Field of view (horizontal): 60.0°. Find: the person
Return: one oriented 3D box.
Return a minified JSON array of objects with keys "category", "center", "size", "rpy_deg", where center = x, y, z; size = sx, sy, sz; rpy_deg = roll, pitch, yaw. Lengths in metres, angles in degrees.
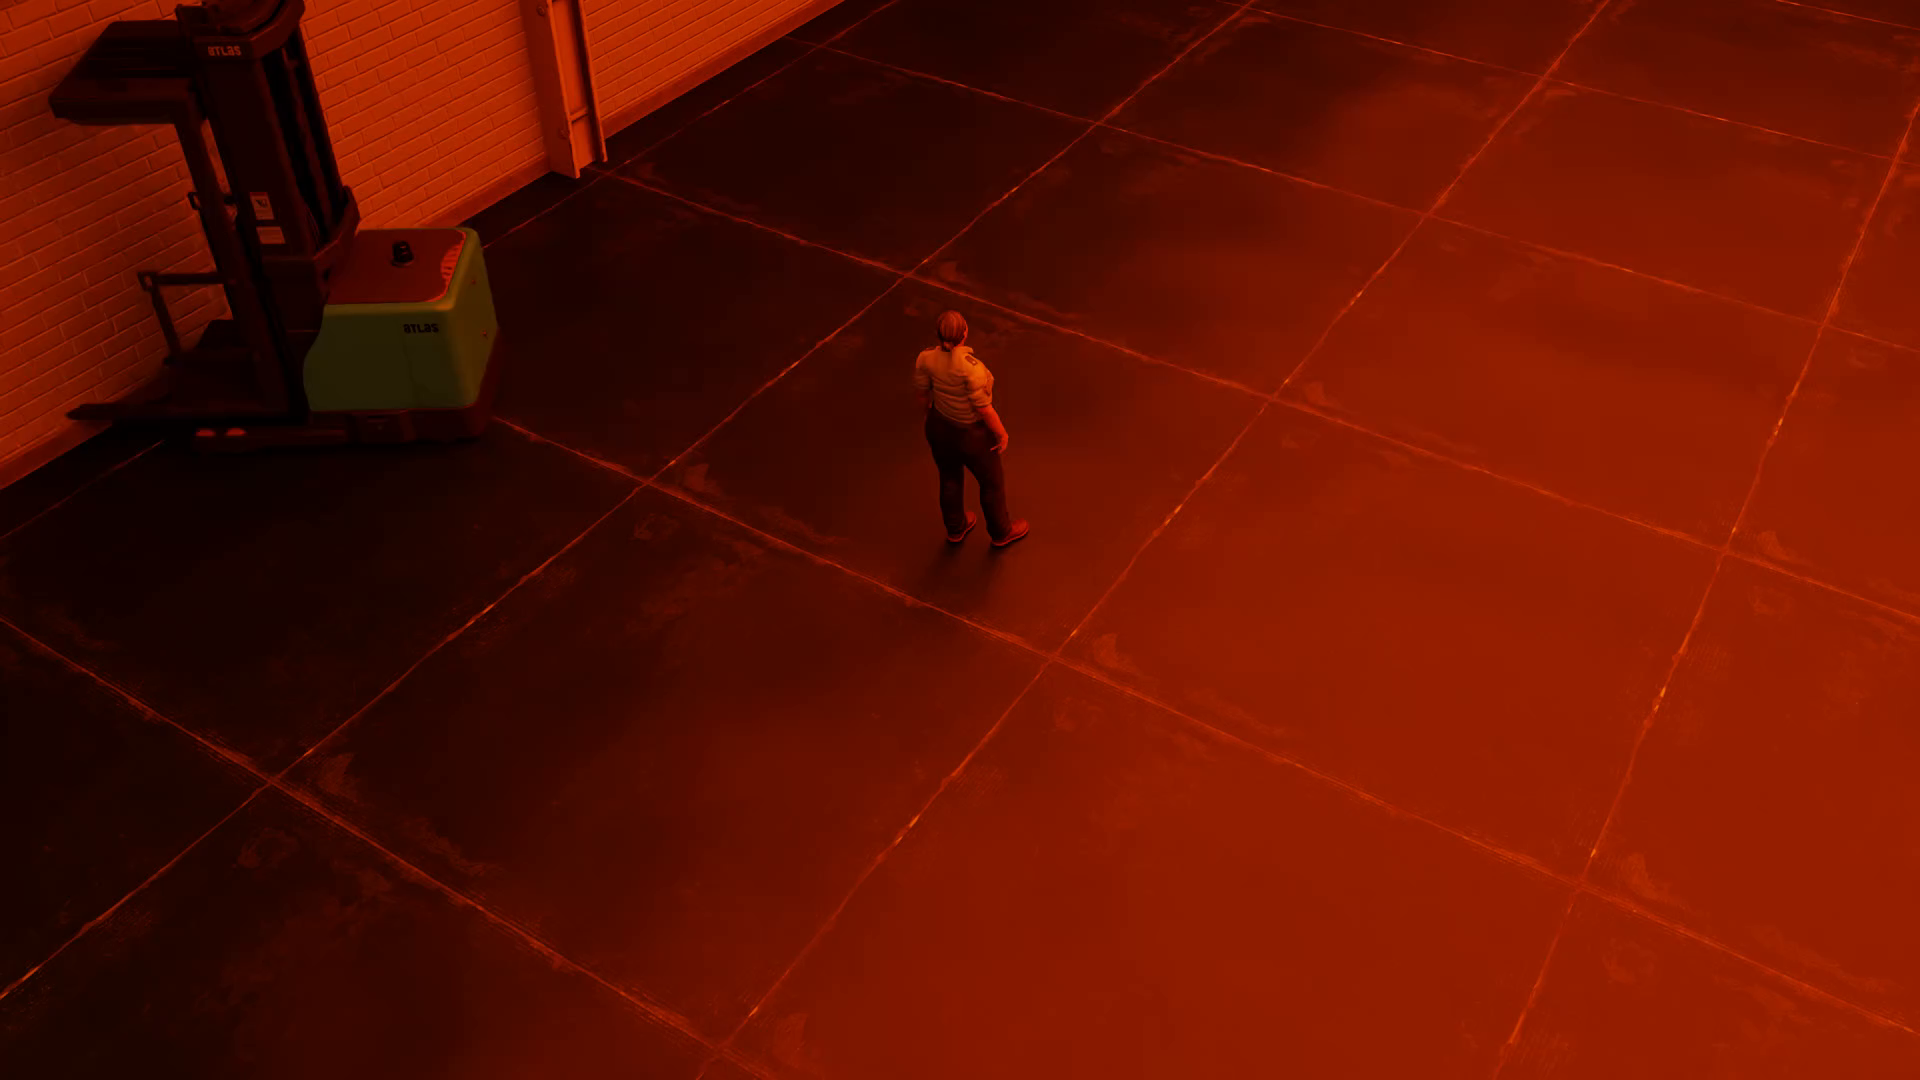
[{"category":"person","center":[0.068,-0.675,9.746],"size":[0.598,1.651,0.502],"rpy_deg":[22,45,24]}]

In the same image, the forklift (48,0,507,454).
[{"category":"forklift","center":[-4.667,-2.030,10.363],"size":[3.031,2.935,1.130],"rpy_deg":[-2,40,-2]}]
